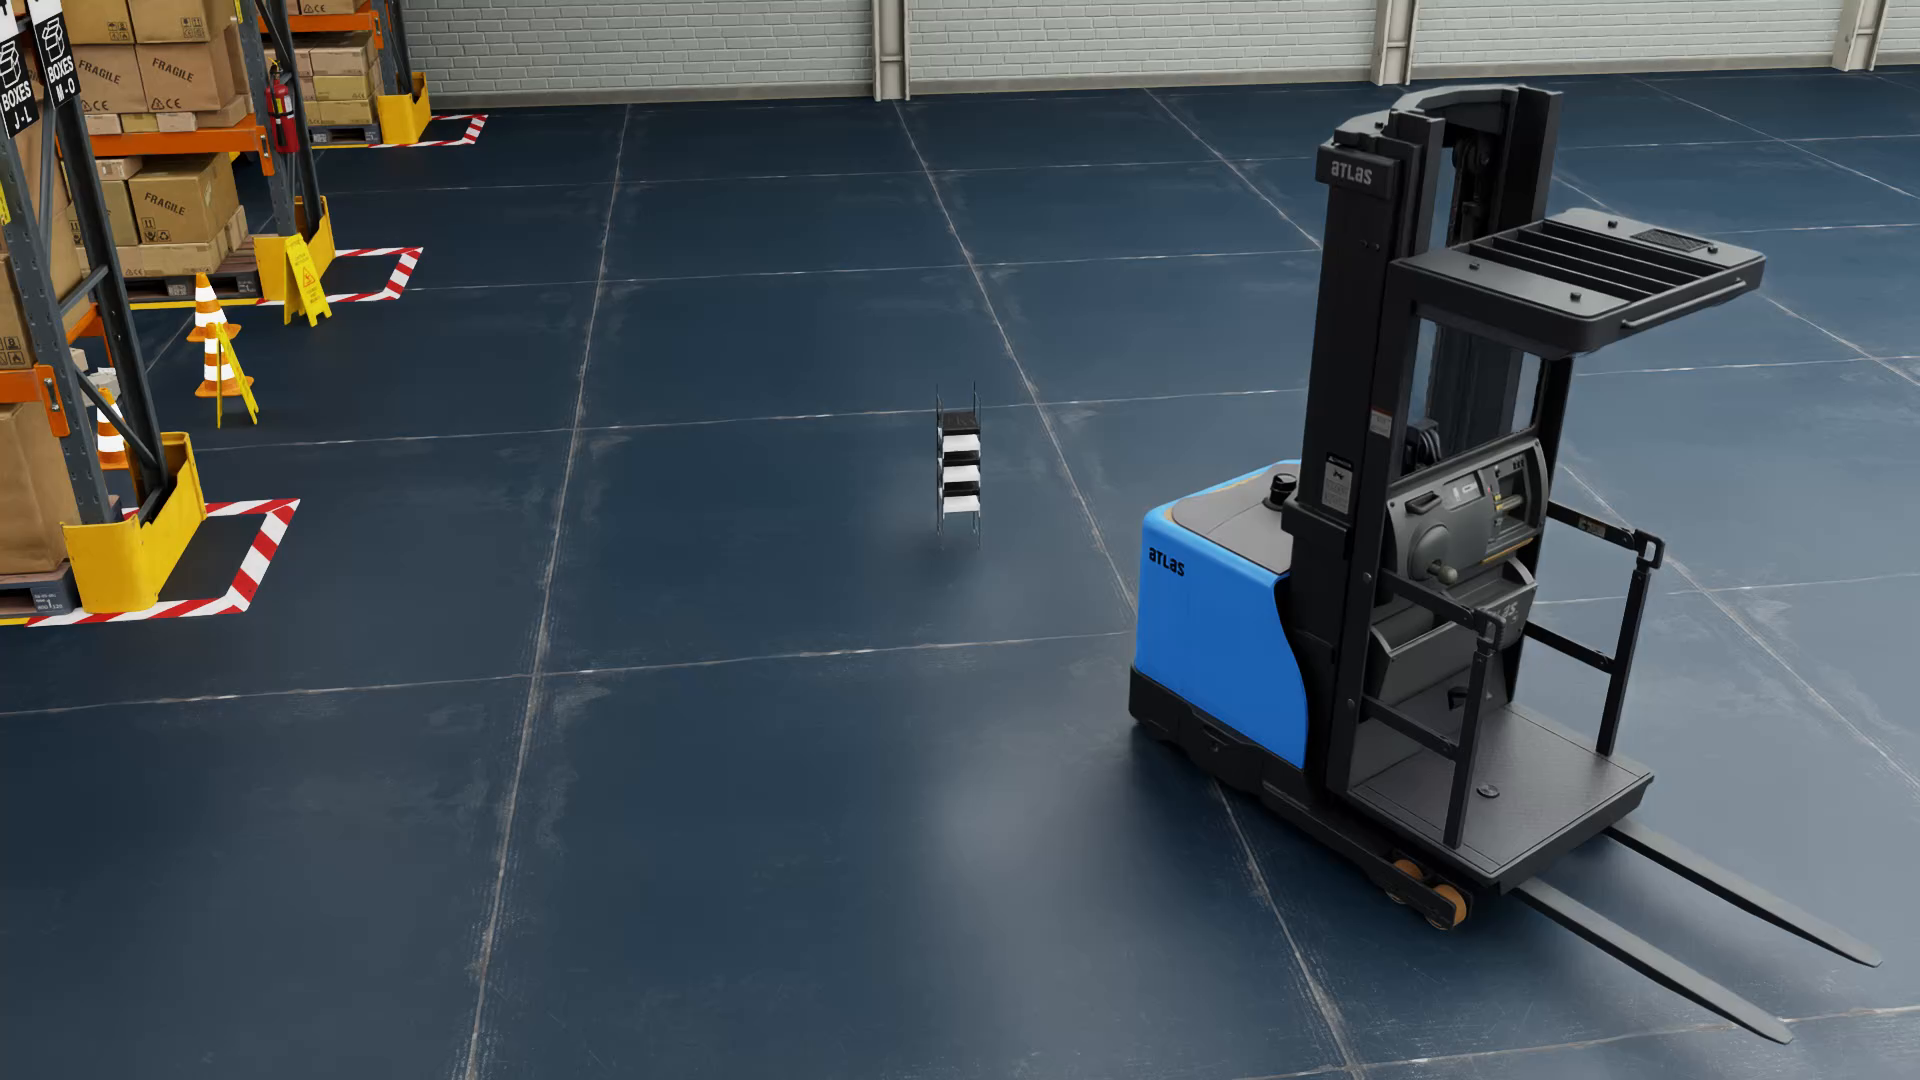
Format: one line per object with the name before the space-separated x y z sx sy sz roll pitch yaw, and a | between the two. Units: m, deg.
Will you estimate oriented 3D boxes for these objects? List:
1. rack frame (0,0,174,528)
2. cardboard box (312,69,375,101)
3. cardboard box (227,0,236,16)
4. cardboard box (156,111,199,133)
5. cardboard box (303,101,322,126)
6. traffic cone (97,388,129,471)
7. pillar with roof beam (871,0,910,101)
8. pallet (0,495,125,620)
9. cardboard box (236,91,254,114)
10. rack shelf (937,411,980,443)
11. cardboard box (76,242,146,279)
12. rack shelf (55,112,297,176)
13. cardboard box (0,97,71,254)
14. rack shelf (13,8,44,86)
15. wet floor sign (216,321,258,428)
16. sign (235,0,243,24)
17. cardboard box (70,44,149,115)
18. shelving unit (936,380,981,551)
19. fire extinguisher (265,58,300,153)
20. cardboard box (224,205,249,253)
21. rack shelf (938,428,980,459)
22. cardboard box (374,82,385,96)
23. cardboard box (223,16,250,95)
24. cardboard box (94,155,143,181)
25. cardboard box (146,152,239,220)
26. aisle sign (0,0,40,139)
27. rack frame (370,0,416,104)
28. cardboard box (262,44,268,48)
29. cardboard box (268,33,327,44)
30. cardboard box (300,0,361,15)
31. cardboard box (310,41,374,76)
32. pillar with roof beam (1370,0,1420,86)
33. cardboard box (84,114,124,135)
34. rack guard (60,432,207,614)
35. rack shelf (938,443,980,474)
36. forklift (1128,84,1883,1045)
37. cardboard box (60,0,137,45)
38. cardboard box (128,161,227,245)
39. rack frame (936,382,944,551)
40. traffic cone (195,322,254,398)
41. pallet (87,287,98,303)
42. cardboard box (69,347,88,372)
rack frame | -4.432 -1.224 8.350 0.127 3.000 1.000 -4 27 -7
cardboard box | -6.356 -4.713 17.153 0.500 0.250 0.500 -4 27 -8
cardboard box | -7.390 -5.532 16.636 0.500 0.500 0.500 -4 27 -8
cardboard box | -5.798 -3.157 12.392 0.250 0.149 0.380 -4 27 -8
cardboard box | -6.832 -4.462 17.213 0.500 0.250 0.500 -4 27 -7
traffic cone | -5.156 -0.704 10.114 0.334 0.463 0.336 -4 27 -7
pillar with roof beam | -0.191 -7.167 13.360 0.400 9.000 9.100 -4 27 -7
pallet | -5.213 0.103 8.818 1.213 0.211 1.003 -4 27 -7
cardboard box | -5.587 -3.416 12.896 0.250 0.149 0.380 -4 27 -7
rack shelf | -0.008 -0.610 8.936 0.200 0.077 0.258 -4 27 -7
cardboard box | -6.499 -2.216 12.836 0.500 0.250 0.500 -4 27 -7
rack shelf | -7.202 -3.008 12.615 4.000 0.370 1.077 -4 27 -7
cardboard box | -4.805 -1.765 8.057 0.550 0.550 0.875 -4 27 -7
rack shelf | -6.413 -2.111 7.581 4.000 0.370 1.077 -4 27 -7
wet floor sign | -4.679 -1.074 10.635 0.232 0.644 0.267 -8 28 -16
sign | -5.164 -3.859 11.871 0.005 0.325 0.100 -4 27 -7
cardboard box | -6.217 -3.443 12.240 0.500 0.500 0.500 -4 27 -7
shelving unit | -0.008 -0.400 9.044 0.210 0.900 0.258 -4 27 -7
fire extinguisher | -5.044 -3.220 12.324 0.183 0.674 0.296 -4 27 -7
cardboard box | -6.059 -2.493 13.374 0.500 0.250 0.500 -4 27 -8
rack shelf | -0.008 -0.530 8.977 0.200 0.077 0.258 -4 27 -7
cardboard box | -6.431 -4.720 17.714 0.500 0.250 0.500 -4 27 -7
cardboard box | -5.730 -3.727 12.793 0.500 0.500 0.500 -4 27 -8
cardboard box | -6.333 -2.819 12.477 0.250 0.149 0.380 -3 27 -6
cardboard box | -6.083 -2.824 13.199 0.500 0.500 0.500 -5 28 -9
aisle sign | -4.320 -2.250 7.501 0.004 0.787 0.394 -4 27 -7
rack frame | -5.917 -5.699 17.071 0.127 3.000 1.000 -4 27 -7
cardboard box | -7.333 -4.865 16.903 0.500 0.250 0.500 -3 27 -6
cardboard box | -6.914 -5.129 17.417 0.500 0.250 0.500 -4 27 -7
cardboard box | -6.368 -5.594 16.756 0.500 0.500 0.500 -4 27 -8
cardboard box | -6.330 -4.937 17.043 0.500 0.250 0.500 -3 27 -5
pillar with roof beam | 5.751 -7.548 14.104 0.400 9.000 9.100 -4 27 -7
cardboard box | -6.305 -3.120 12.320 0.250 0.149 0.380 -3 27 -6
rack guard | -4.408 -0.113 8.923 0.348 0.500 1.175 -4 27 -7
rack shelf | -0.008 -0.450 9.018 0.200 0.077 0.258 -4 27 -7
forklift | 2.069 -0.074 6.184 1.130 2.935 3.031 -20 33 -33
cardboard box | -6.199 -3.917 12.068 0.500 0.500 0.700 -3 27 -7
cardboard box | -5.979 -2.584 12.730 0.500 0.500 0.500 -4 27 -7
rack frame | -0.109 -0.393 9.031 0.006 0.900 0.240 -4 27 -7
traffic cone | -4.977 -1.236 11.152 0.334 0.463 0.336 -4 27 -7
pallet | -7.312 -2.098 13.108 1.213 0.211 1.003 -4 27 -7
cardboard box | -6.238 -1.190 11.407 0.250 0.149 0.380 10 29 19
